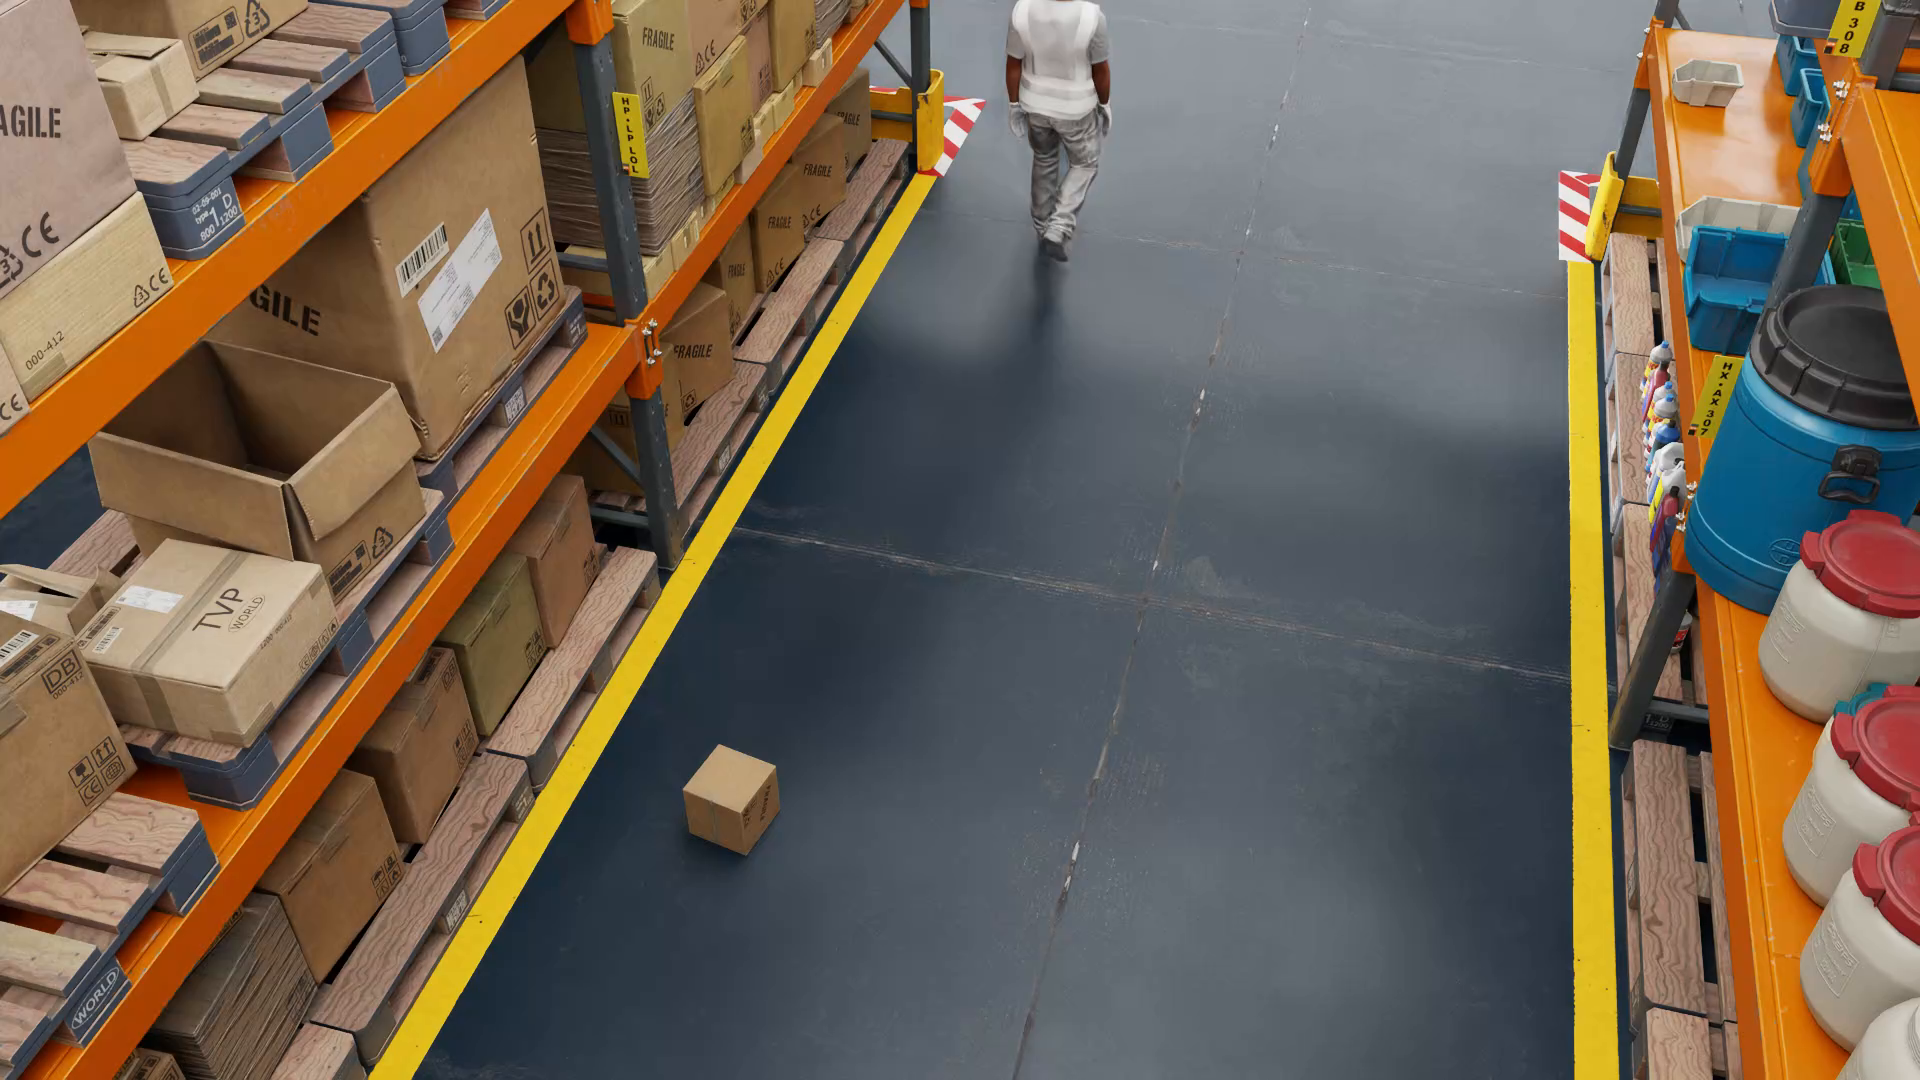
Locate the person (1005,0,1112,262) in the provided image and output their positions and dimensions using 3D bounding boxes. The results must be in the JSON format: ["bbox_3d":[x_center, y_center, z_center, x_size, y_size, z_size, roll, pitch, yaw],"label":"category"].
[{"bbox_3d":[0.522,-2.296,8.796,0.552,1.765,0.747,13,42,15],"label":"person"}]
